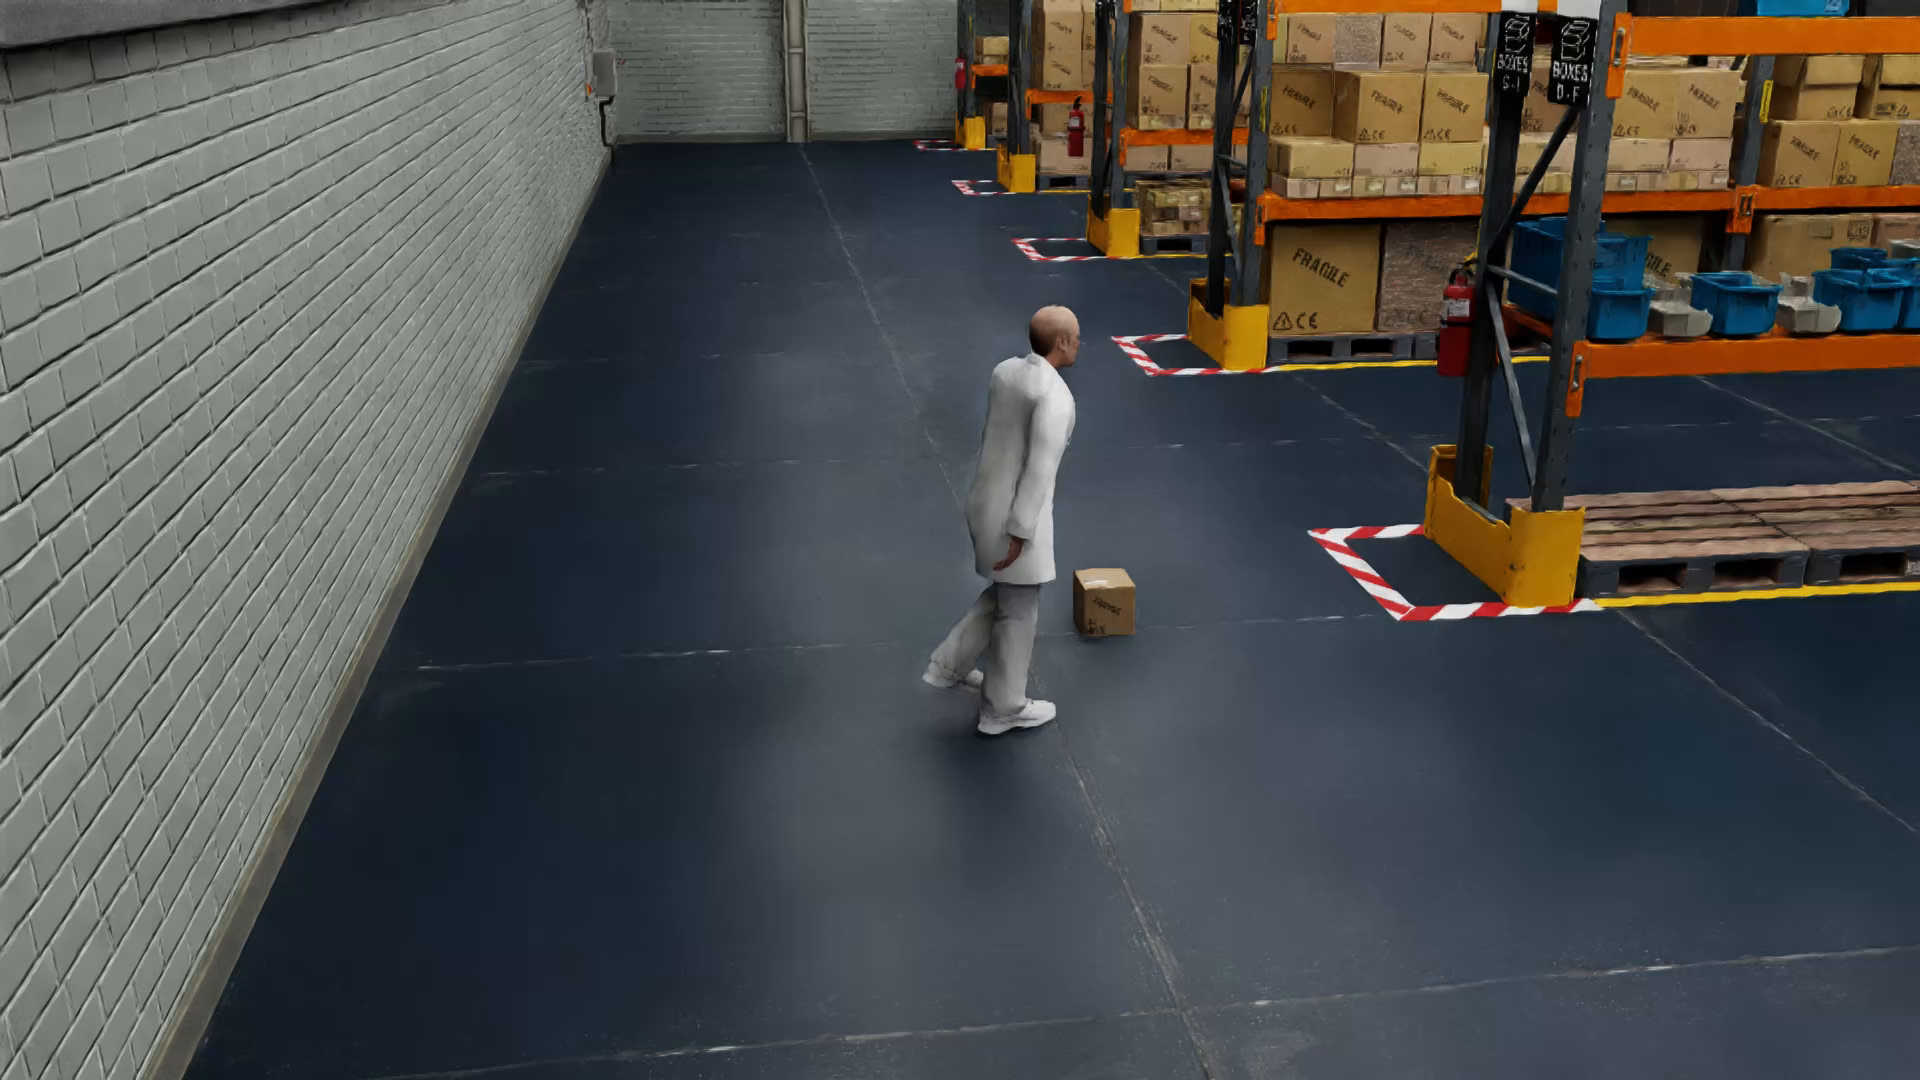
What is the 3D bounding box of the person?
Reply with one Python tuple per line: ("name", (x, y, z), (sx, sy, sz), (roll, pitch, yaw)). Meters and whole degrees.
("person", (0.185, -0.074, 6.809), (0.661, 1.757, 0.583), (-10, 22, -25))
